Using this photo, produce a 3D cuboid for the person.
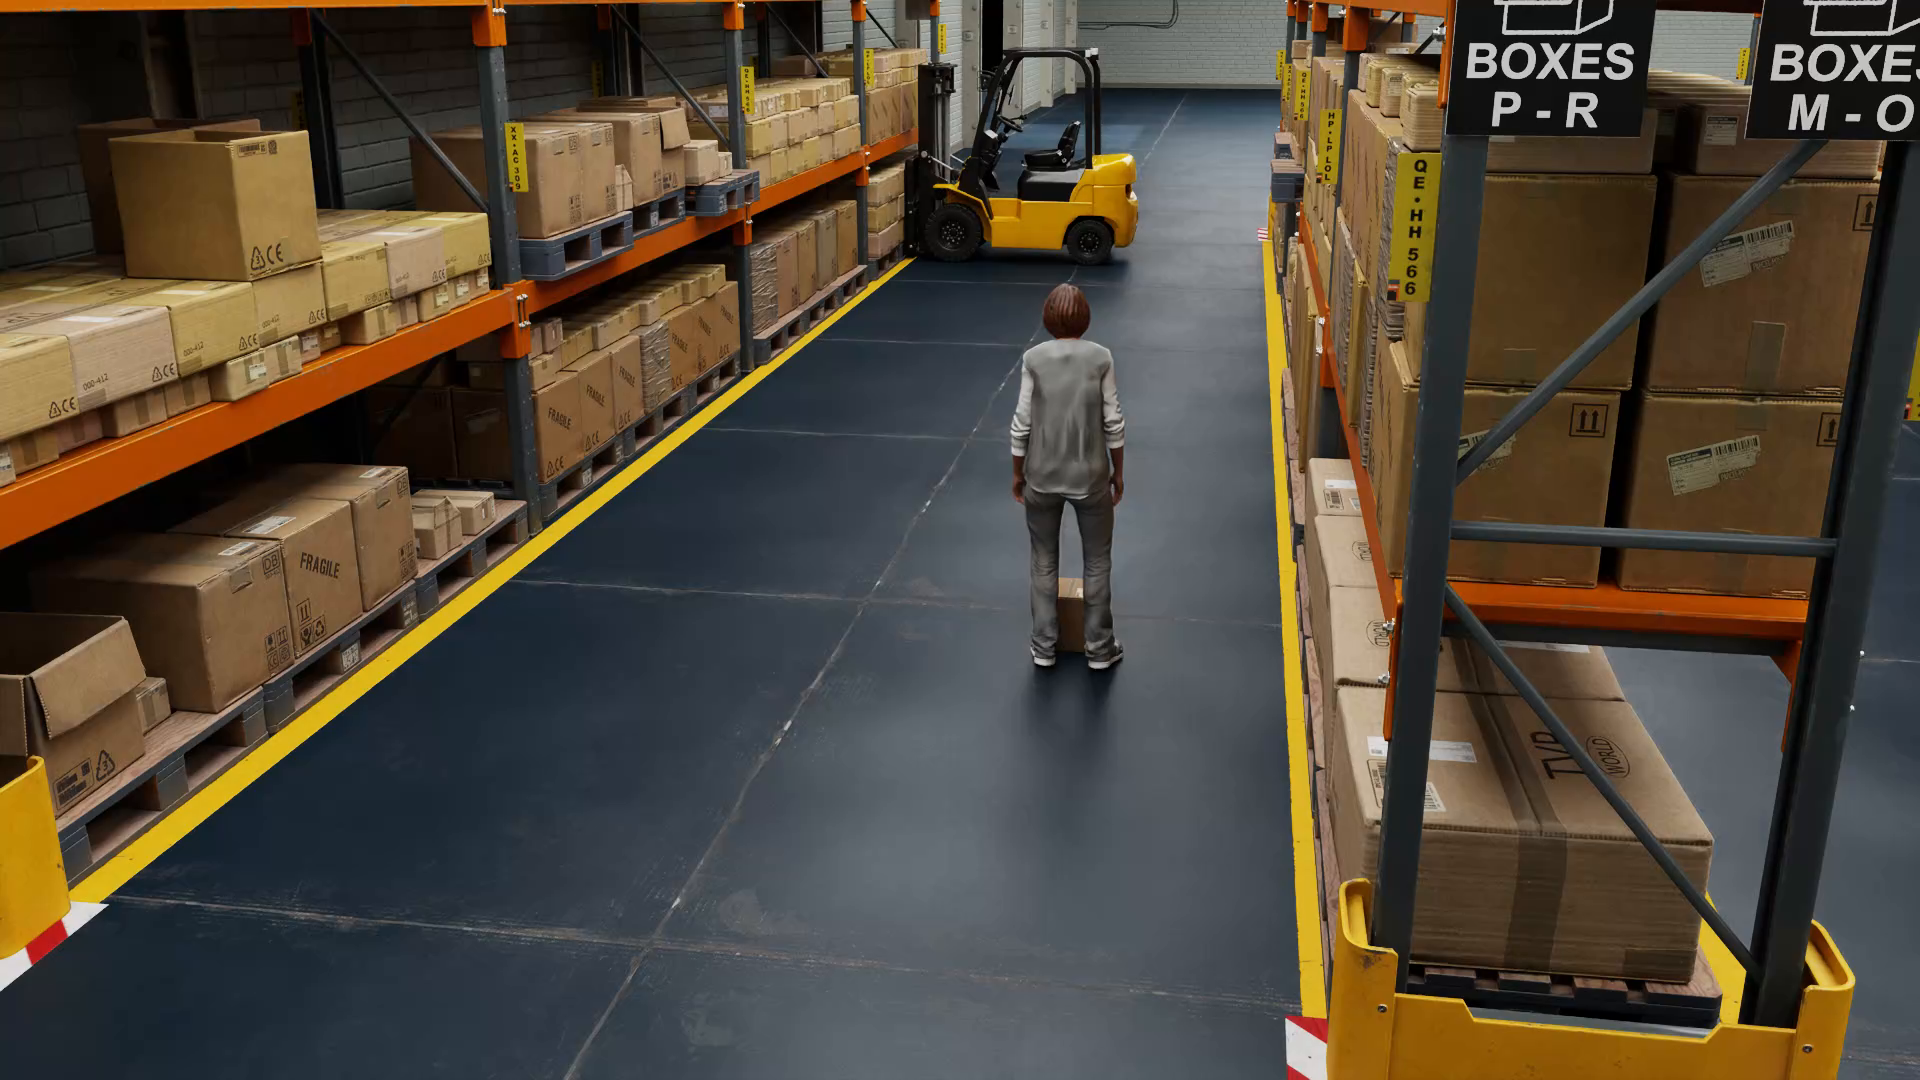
[{"bbox_3d":[0.446,-0.239,6.804,0.483,1.592,0.347,2,18,6],"label":"person"}]
